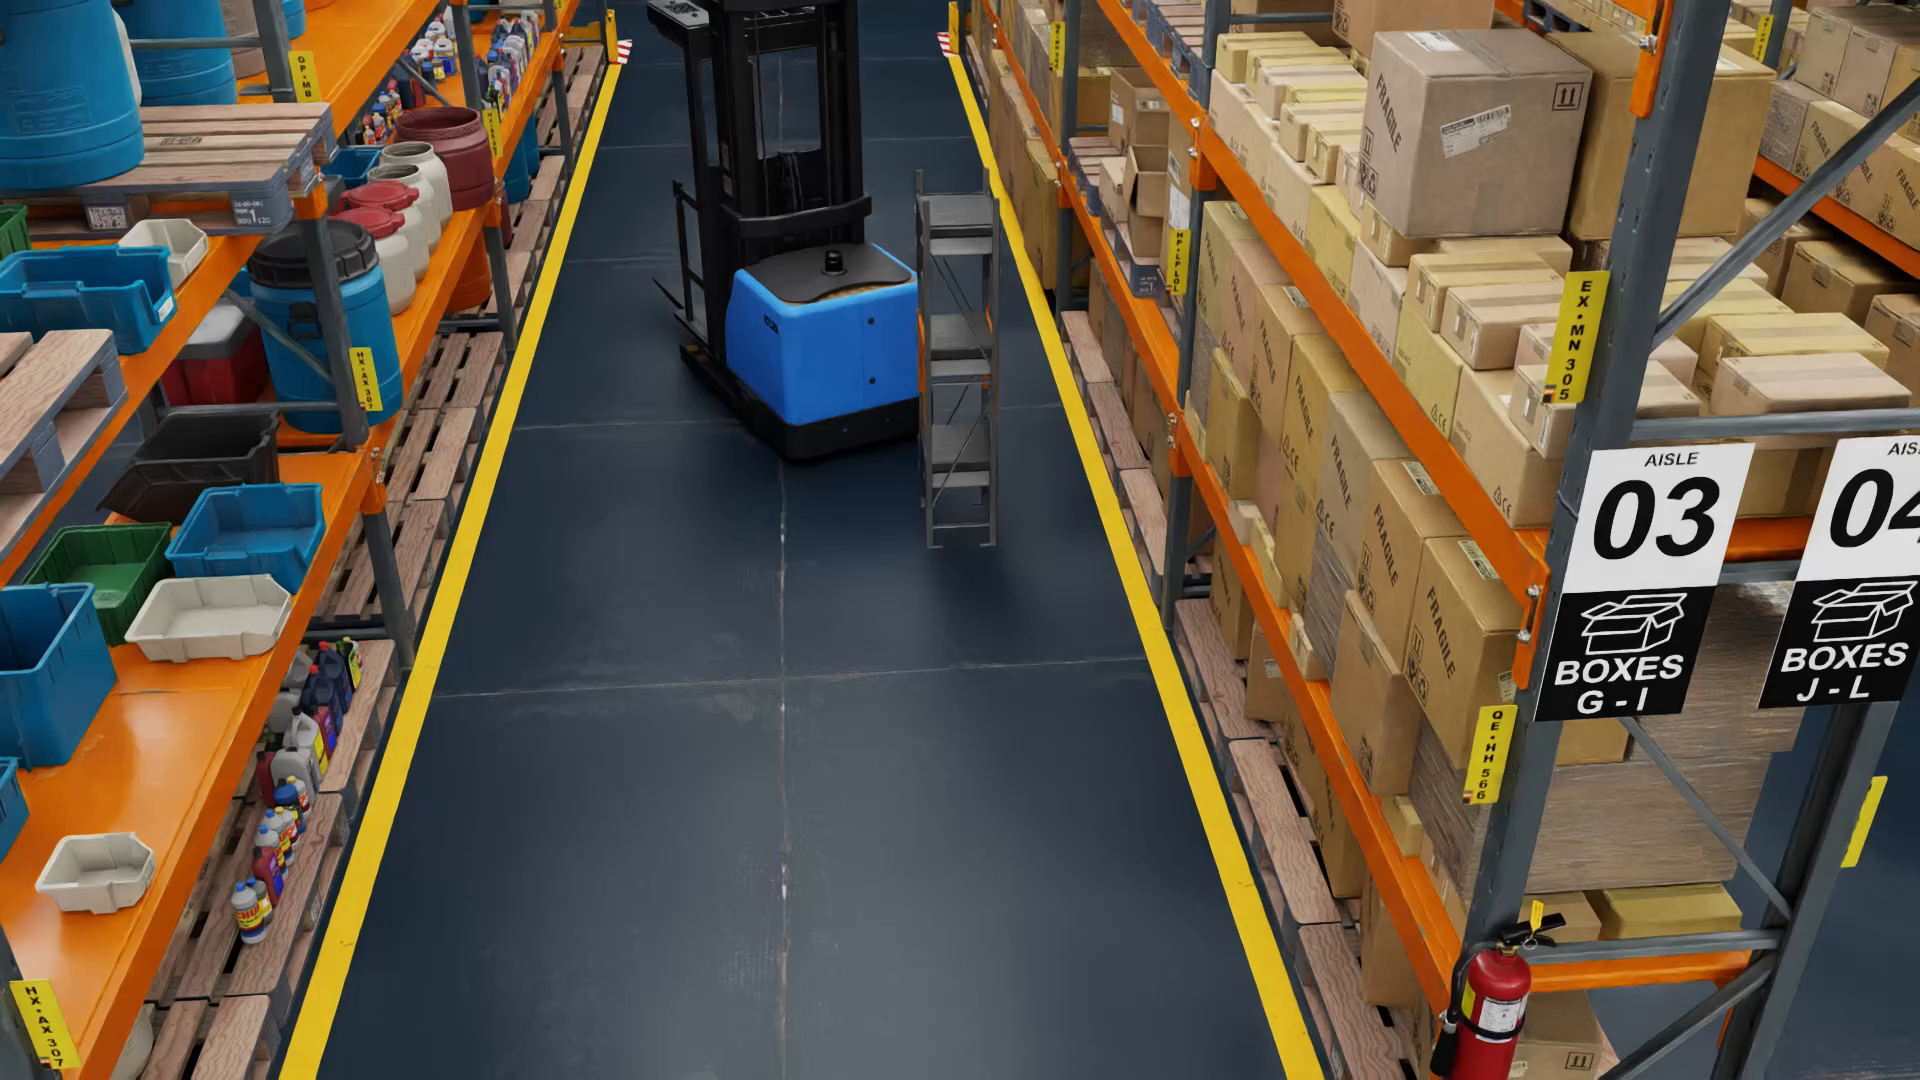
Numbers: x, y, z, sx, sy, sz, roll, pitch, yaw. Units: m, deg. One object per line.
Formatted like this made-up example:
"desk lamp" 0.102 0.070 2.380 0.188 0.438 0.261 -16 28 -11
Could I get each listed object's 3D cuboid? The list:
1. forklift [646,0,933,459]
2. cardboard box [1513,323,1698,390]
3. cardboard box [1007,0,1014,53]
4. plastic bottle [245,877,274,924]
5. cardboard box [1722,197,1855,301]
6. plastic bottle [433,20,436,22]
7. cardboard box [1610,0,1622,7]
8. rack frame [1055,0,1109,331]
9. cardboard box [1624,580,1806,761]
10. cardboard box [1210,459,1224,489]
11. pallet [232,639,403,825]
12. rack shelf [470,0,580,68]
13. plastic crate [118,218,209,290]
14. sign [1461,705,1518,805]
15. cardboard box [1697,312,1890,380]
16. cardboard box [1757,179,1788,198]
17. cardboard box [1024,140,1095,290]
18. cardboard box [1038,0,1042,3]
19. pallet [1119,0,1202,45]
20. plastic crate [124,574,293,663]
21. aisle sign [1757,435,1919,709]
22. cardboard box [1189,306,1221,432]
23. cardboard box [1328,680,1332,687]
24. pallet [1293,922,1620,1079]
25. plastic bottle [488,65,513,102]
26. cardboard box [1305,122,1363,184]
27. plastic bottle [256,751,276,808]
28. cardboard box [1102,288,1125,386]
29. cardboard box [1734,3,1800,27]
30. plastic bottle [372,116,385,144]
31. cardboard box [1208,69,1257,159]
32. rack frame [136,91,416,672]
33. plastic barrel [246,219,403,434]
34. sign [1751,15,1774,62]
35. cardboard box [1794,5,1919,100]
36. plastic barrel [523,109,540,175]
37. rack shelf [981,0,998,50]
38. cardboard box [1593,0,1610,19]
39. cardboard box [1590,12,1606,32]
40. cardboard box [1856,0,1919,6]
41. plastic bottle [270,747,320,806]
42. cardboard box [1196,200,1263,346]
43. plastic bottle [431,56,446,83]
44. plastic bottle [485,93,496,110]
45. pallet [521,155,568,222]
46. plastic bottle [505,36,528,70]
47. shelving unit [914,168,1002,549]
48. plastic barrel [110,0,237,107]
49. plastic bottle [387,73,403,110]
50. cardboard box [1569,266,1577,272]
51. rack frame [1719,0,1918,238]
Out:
"forklift" -1.327 -2.493 11.065 1.130 2.935 3.031 -16 34 -24
"cardboard box" 1.719 -0.470 4.444 0.380 0.149 0.250 -4 31 -6
"cardboard box" 0.684 -4.476 14.221 0.500 0.500 0.500 -3 31 -5
"plastic bottle" -2.837 1.446 6.703 0.097 0.201 0.097 0 31 0
"cardboard box" 6.131 -1.980 11.923 1.050 0.750 0.750 -3 31 -5
"plastic bottle" -4.429 -4.260 14.083 0.097 0.271 0.097 0 31 0
"cardboard box" 5.519 -4.430 13.496 0.380 0.149 0.250 -2 31 -3
"rack frame" 1.216 -2.894 11.670 1.000 3.000 0.127 -3 31 -5
"cardboard box" 2.183 0.296 4.966 0.500 0.500 0.500 -3 31 -5
"cardboard box" 1.371 -0.365 7.682 0.380 0.149 0.250 -3 31 -5
"pallet" -3.321 0.927 7.992 1.003 0.211 1.213 -3 31 -5
"rack shelf" -4.276 -5.411 16.586 1.077 0.370 4.000 -3 31 -5
"plastic crate" -2.790 -0.989 5.813 0.243 0.136 0.396 -3 31 -5
"sign" 1.409 0.574 4.427 0.100 0.325 0.005 -3 31 -5
"cardboard box" 2.240 -0.493 4.483 0.380 0.149 0.250 -2 31 -4
"cardboard box" 6.340 -2.873 12.932 0.500 0.250 0.500 -4 31 -7
"cardboard box" 1.172 -2.516 12.699 1.225 0.875 0.875 -4 31 -7
"cardboard box" 0.962 -4.733 13.674 0.797 0.503 0.637 -2 31 -4
"pallet" 1.538 -2.909 8.953 1.213 0.211 1.003 -3 31 -5
"plastic crate" -2.938 0.315 6.554 0.530 0.136 0.437 -3 31 -5
"aisle sign" 2.267 0.091 4.137 0.394 0.787 0.004 -3 31 -5
"cardboard box" 1.570 -0.790 7.760 0.875 0.500 0.500 -3 31 -5
"cardboard box" 1.598 0.525 6.191 0.380 0.149 0.250 -3 31 -5
"pallet" 1.915 1.932 6.310 1.003 0.211 1.213 -3 31 -5
"plastic bottle" -3.564 -3.548 12.886 0.152 0.276 0.135 -3 31 -5
"cardboard box" 1.472 -1.402 6.004 0.380 0.149 0.250 -3 31 -6
"plastic bottle" -3.042 1.029 7.322 0.061 0.283 0.133 -3 31 -5
"cardboard box" 1.363 -1.386 11.154 0.700 0.500 0.500 -5 31 -9
"cardboard box" 6.243 -4.051 12.862 0.380 0.149 0.250 -4 31 -7
"plastic bottle" -4.192 -2.935 11.933 0.097 0.201 0.097 0 31 0
"cardboard box" 1.376 -1.833 7.115 0.500 0.250 0.500 -4 31 -7
"rack frame" -3.342 -0.615 7.854 1.000 3.000 0.127 -3 31 -5
"plastic barrel" -3.077 -1.042 8.080 0.600 0.901 0.708 -3 31 -5
"sign" 5.624 -3.513 11.654 0.100 0.325 0.005 -3 31 -5
"cardboard box" 6.195 -3.323 11.315 0.700 0.500 0.500 -3 31 -5
"plastic barrel" -4.056 -3.700 14.656 0.600 0.901 0.708 -3 31 -5
"rack shelf" 0.655 -5.649 16.983 1.077 0.370 4.000 -3 31 -5
"cardboard box" 5.496 -4.430 13.787 0.380 0.149 0.250 -3 31 -5
"cardboard box" 5.496 -4.305 13.868 0.380 0.149 0.250 -3 31 -5
"cardboard box" 10.590 -5.735 18.515 0.875 0.438 0.875 -2 31 -3
"plastic bottle" -2.936 1.027 7.333 0.152 0.276 0.135 -2 31 -4
"cardboard box" 1.378 -1.210 7.488 0.500 0.500 0.500 -3 31 -5
"plastic bottle" -4.195 -3.784 13.353 0.097 0.201 0.097 0 31 0
"plastic bottle" -3.445 -3.150 12.212 0.061 0.283 0.133 -3 31 -5
"pallet" -4.059 -3.106 14.744 1.003 0.211 1.213 -3 31 -5
"plastic bottle" -3.650 -4.016 13.670 0.152 0.276 0.135 -3 31 -5
"shelving unit" -0.015 -0.986 9.353 0.431 2.100 0.503 -3 31 -5
"plastic barrel" -3.606 -2.367 7.374 0.600 0.901 0.708 -3 31 -5
"plastic bottle" -4.285 -3.376 12.591 0.061 0.283 0.133 -3 31 -5
"cardboard box" 2.079 -0.808 5.398 0.500 0.250 0.500 -3 31 -5
"rack frame" 6.163 -3.080 11.982 1.000 3.000 0.127 -3 31 -5
